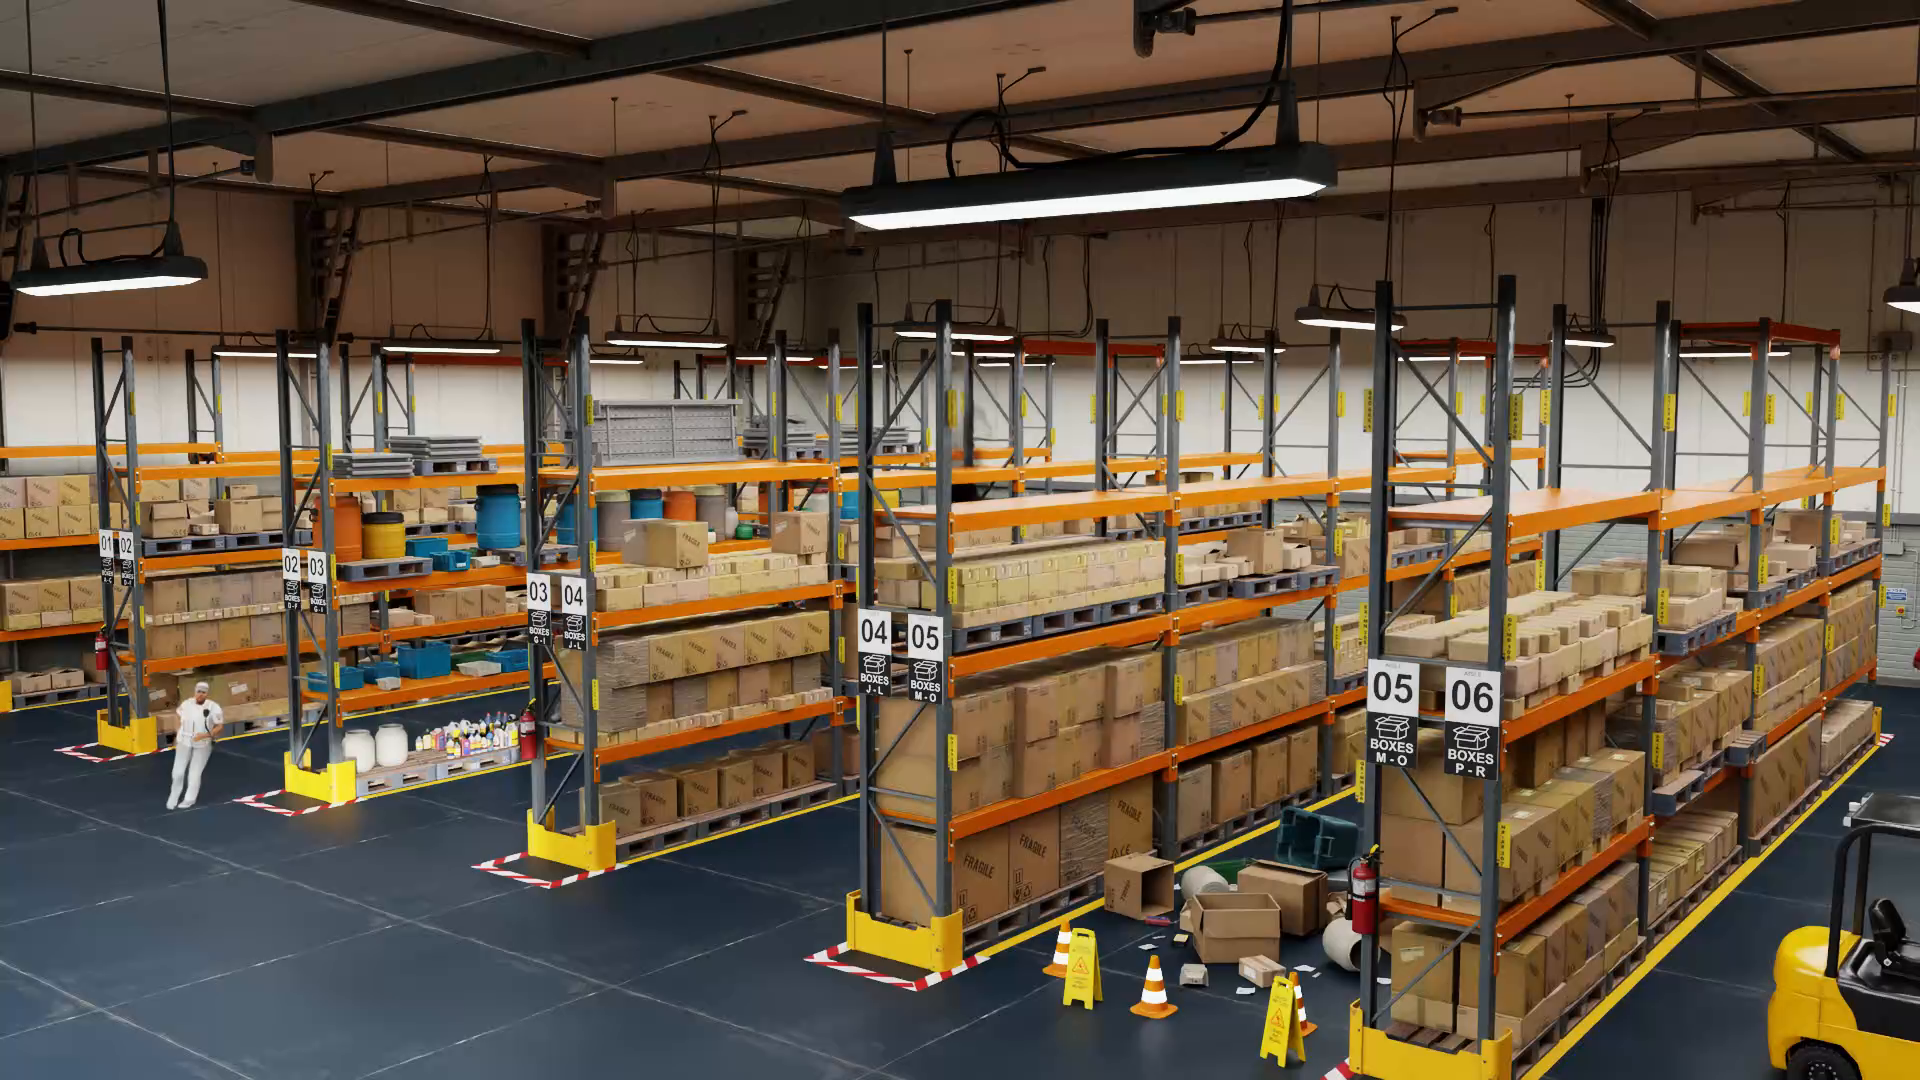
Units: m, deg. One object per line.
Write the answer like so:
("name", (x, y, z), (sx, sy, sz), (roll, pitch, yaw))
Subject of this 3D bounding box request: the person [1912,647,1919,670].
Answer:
("person", (14.582, 2.162, 24.819), (0.679, 1.752, 0.884), (2, 5, 25))

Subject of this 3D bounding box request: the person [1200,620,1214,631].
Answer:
("person", (3.449, 1.982, 23.275), (0.759, 1.753, 0.610), (4, 6, 39))

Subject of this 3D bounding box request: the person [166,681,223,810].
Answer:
("person", (-9.573, 2.564, 20.770), (0.699, 1.610, 0.573), (-1, 5, -14))

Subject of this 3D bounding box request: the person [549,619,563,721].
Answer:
("person", (-6.305, 2.005, 26.693), (0.600, 1.681, 0.892), (3, 6, 28))
